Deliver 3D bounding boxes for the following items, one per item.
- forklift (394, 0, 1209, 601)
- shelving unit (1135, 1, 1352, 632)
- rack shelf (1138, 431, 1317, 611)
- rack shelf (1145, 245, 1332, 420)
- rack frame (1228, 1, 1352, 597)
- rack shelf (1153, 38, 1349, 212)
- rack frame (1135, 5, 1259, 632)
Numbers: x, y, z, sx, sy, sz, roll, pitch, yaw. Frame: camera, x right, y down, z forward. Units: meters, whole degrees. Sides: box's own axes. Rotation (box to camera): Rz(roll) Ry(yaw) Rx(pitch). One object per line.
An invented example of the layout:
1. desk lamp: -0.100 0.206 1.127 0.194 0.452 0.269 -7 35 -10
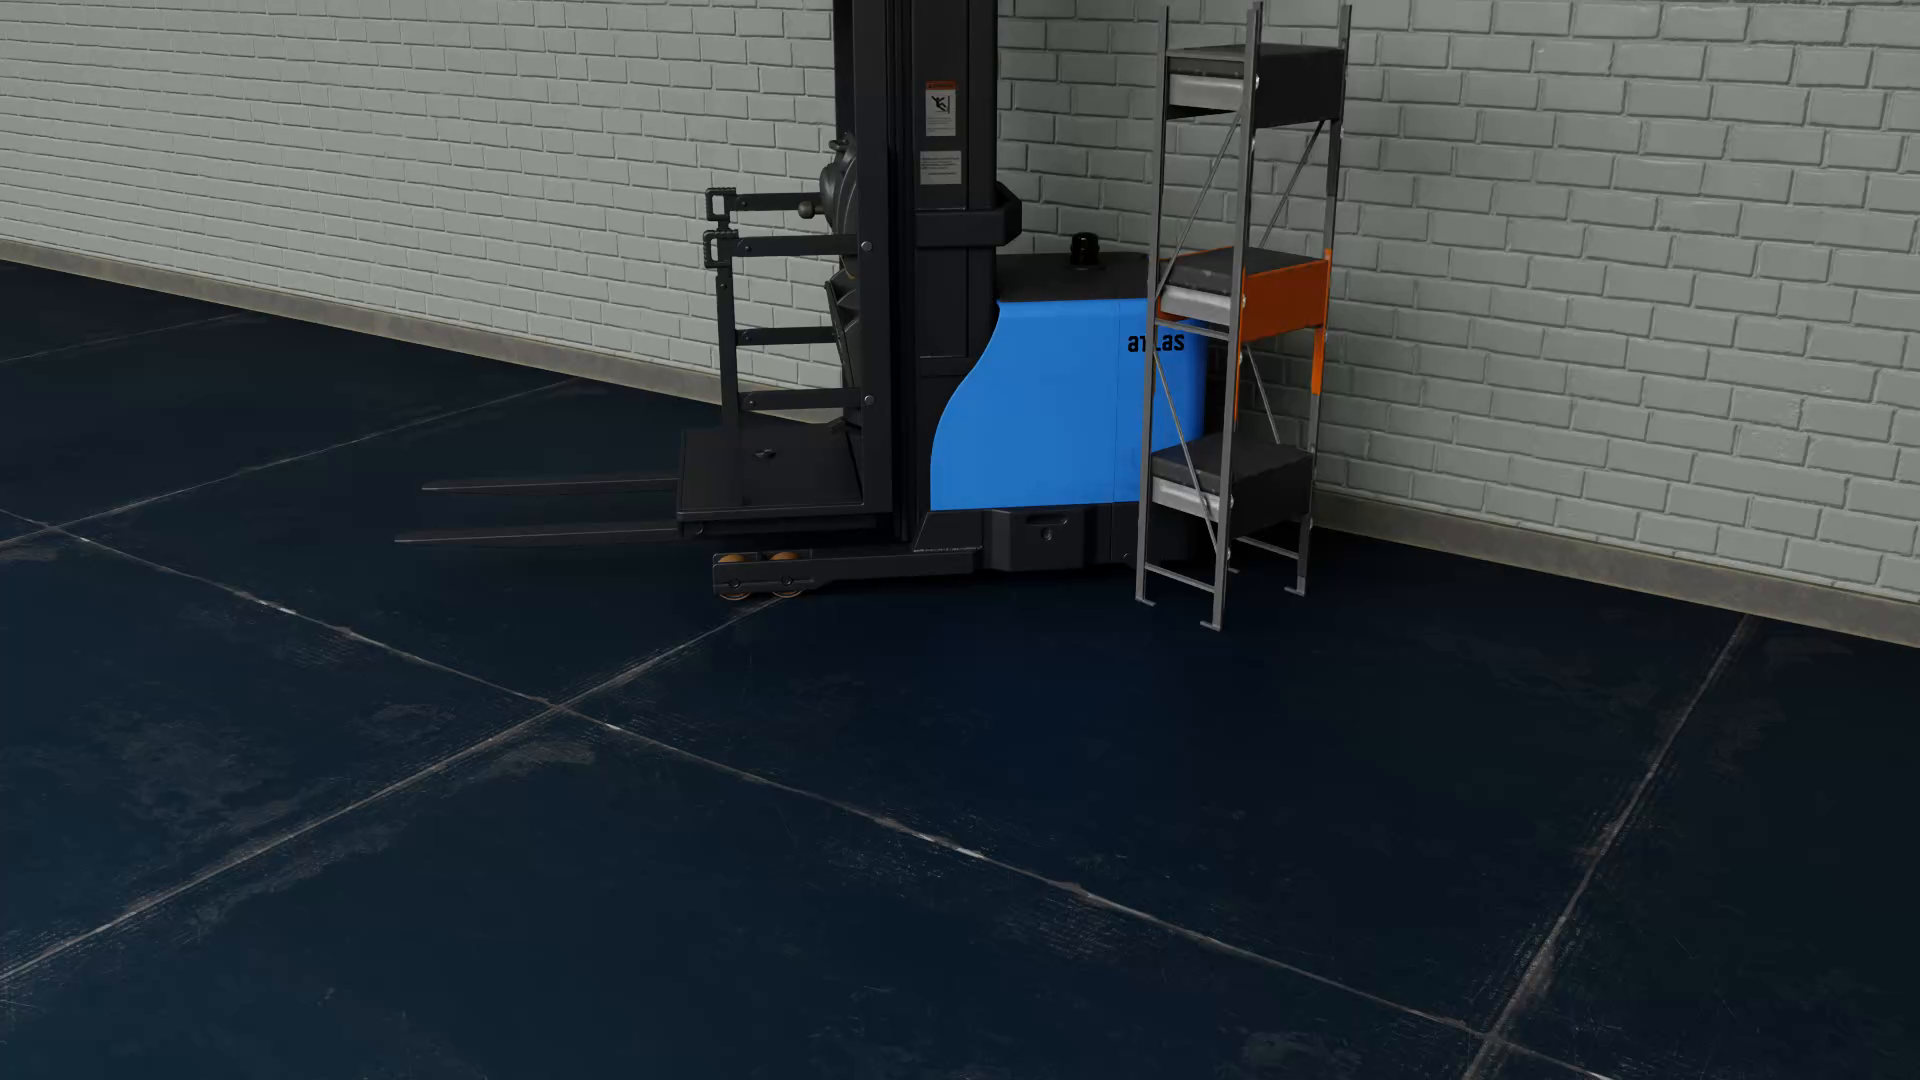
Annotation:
1. forklift: -0.625 -1.346 6.178 3.031 2.935 1.130 -3 20 -7
2. shelving unit: 0.971 -0.770 5.820 0.503 2.100 0.431 -17 27 -39
3. rack shelf: 0.971 -0.101 6.068 0.480 0.518 0.431 -17 27 -39
4. rack shelf: 0.971 -0.757 5.825 0.480 0.518 0.431 -17 27 -39
5. rack frame: 1.152 -0.827 5.974 0.015 2.100 0.400 -17 27 -39
6. rack shelf: 0.971 -1.414 5.582 0.480 0.518 0.431 -17 27 -39
7. rack frame: 0.790 -0.713 5.667 0.015 2.100 0.400 -17 27 -39
